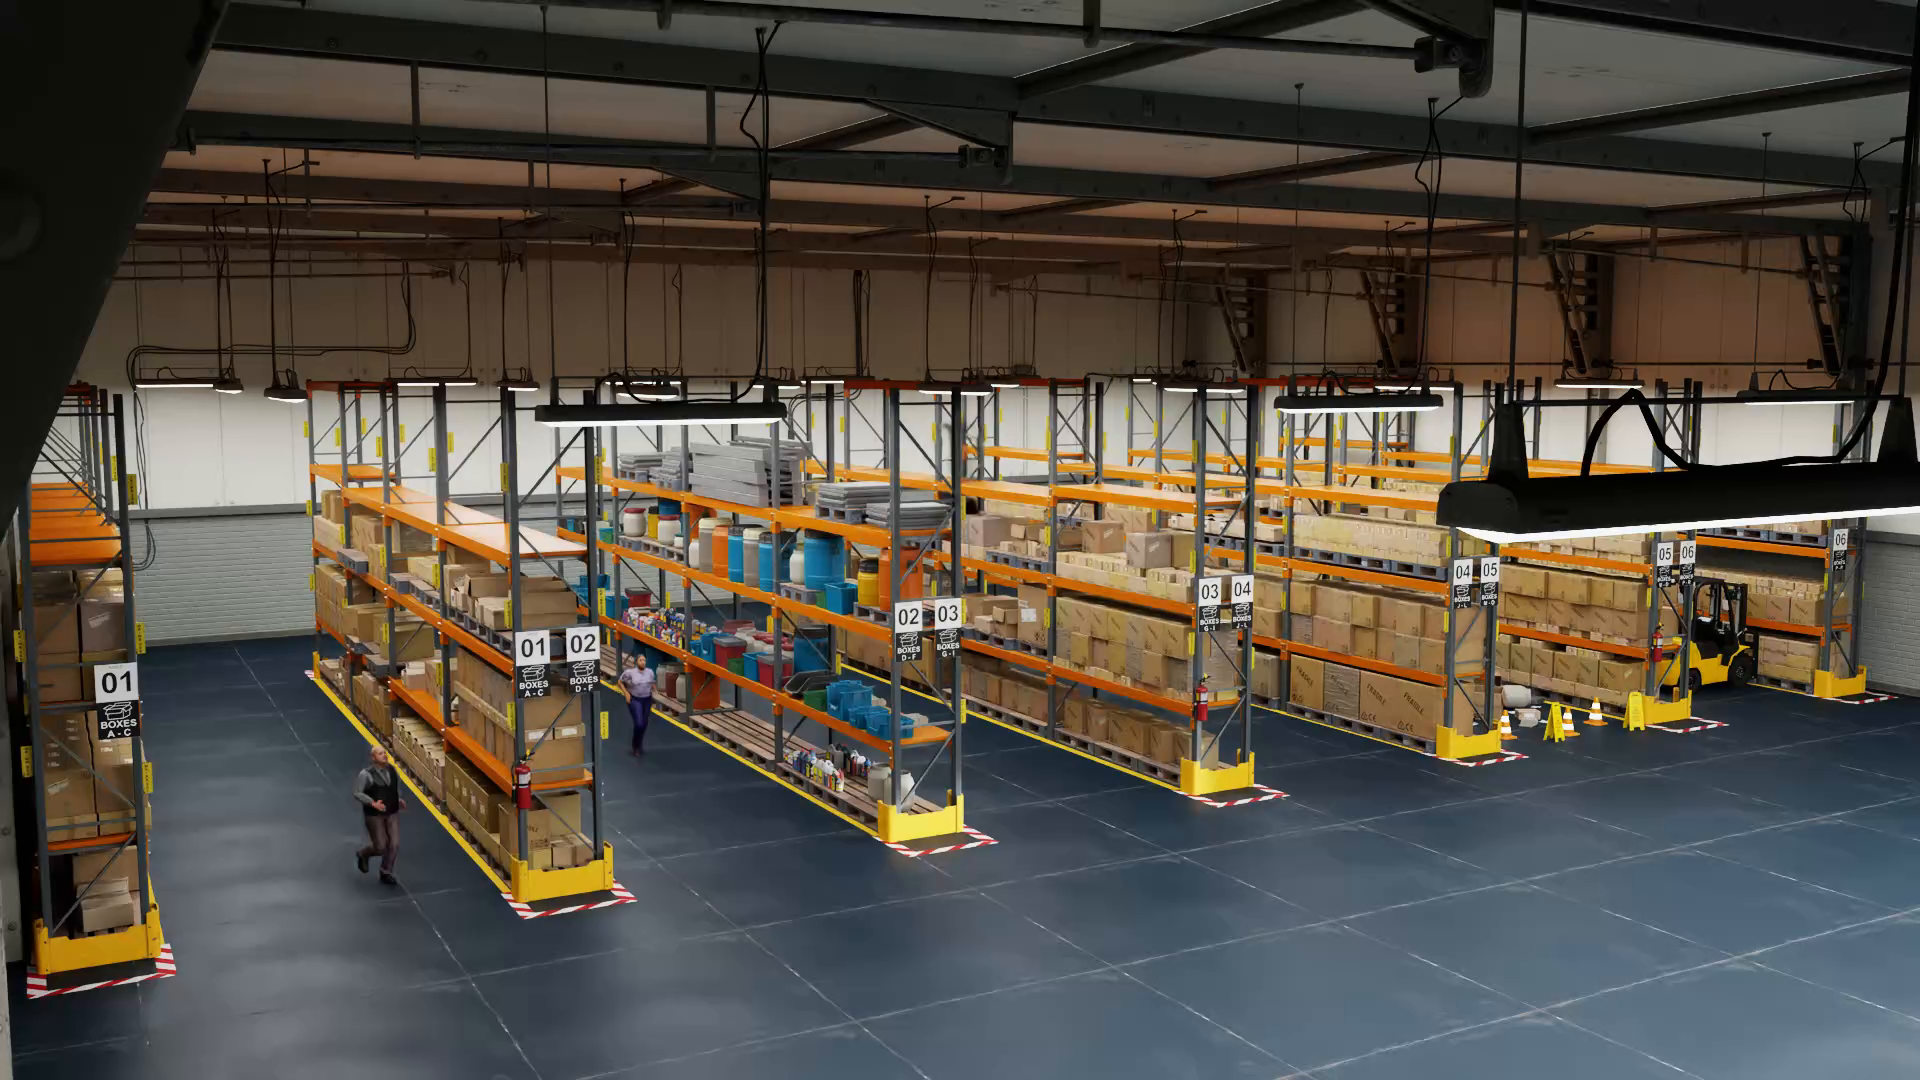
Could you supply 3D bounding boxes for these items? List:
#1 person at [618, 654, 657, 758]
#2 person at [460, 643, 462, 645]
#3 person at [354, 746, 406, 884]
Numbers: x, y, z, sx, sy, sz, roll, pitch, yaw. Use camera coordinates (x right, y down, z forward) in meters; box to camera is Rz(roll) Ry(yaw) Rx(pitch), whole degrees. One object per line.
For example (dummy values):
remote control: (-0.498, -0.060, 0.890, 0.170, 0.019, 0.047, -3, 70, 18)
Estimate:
person: (-5.164, 2.676, 26.880, 0.581, 1.693, 0.721, -4, 8, -36)
person: (-9.635, 1.988, 32.831, 0.690, 1.719, 0.533, -5, 8, -38)
person: (-7.088, 3.337, 20.320, 0.654, 1.681, 0.654, 4, 7, 36)
